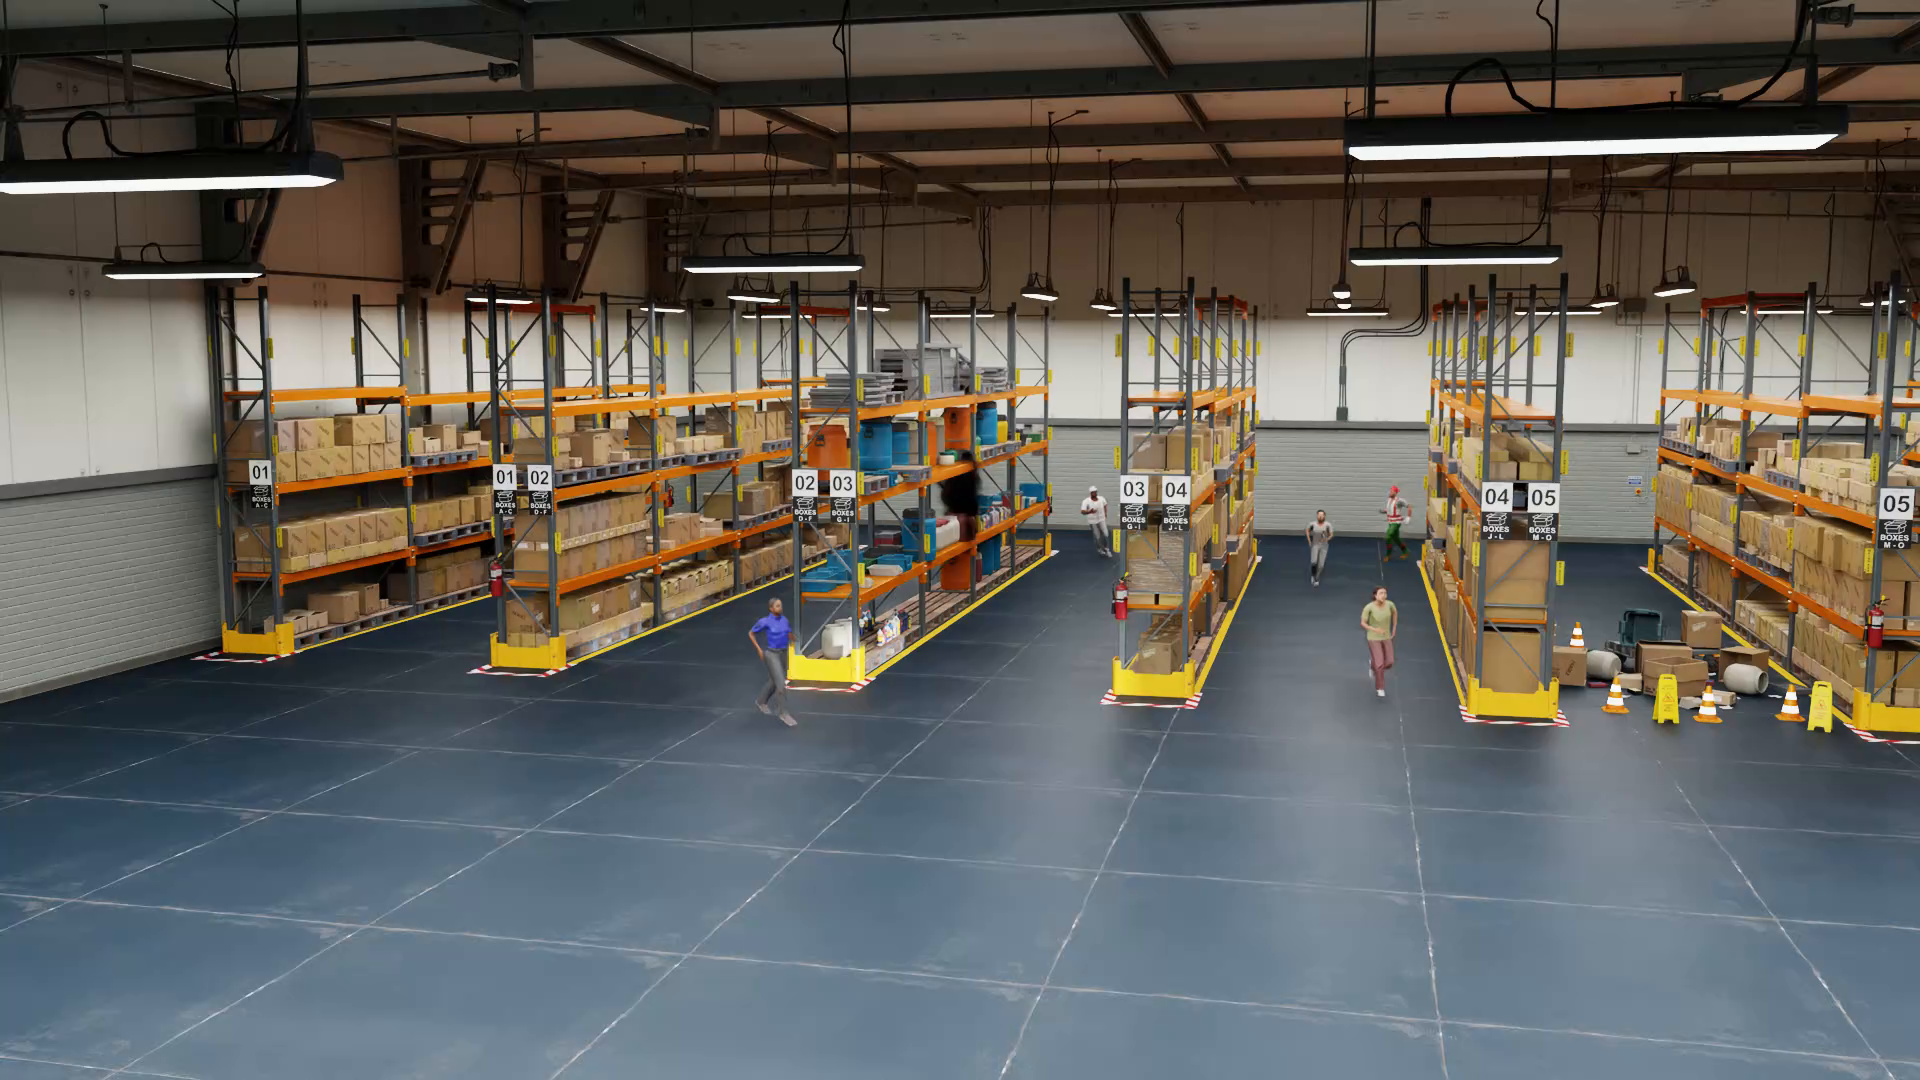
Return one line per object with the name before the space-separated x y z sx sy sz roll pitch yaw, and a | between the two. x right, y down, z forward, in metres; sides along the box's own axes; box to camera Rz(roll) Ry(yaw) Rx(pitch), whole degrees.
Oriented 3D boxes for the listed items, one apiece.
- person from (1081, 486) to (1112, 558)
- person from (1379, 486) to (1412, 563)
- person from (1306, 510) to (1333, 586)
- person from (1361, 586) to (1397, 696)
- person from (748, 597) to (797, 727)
person | 3.275 -0.439 39.994 0.758 1.733 0.653 -1 7 -7
person | 10.266 -0.373 39.170 0.876 1.817 0.676 -2 7 -19
person | 7.560 0.171 34.980 0.565 1.626 0.610 1 7 12
person | 6.088 1.450 24.091 0.612 1.621 0.622 -1 7 -10
person | -2.470 1.656 22.332 0.846 1.589 0.564 5 8 37
